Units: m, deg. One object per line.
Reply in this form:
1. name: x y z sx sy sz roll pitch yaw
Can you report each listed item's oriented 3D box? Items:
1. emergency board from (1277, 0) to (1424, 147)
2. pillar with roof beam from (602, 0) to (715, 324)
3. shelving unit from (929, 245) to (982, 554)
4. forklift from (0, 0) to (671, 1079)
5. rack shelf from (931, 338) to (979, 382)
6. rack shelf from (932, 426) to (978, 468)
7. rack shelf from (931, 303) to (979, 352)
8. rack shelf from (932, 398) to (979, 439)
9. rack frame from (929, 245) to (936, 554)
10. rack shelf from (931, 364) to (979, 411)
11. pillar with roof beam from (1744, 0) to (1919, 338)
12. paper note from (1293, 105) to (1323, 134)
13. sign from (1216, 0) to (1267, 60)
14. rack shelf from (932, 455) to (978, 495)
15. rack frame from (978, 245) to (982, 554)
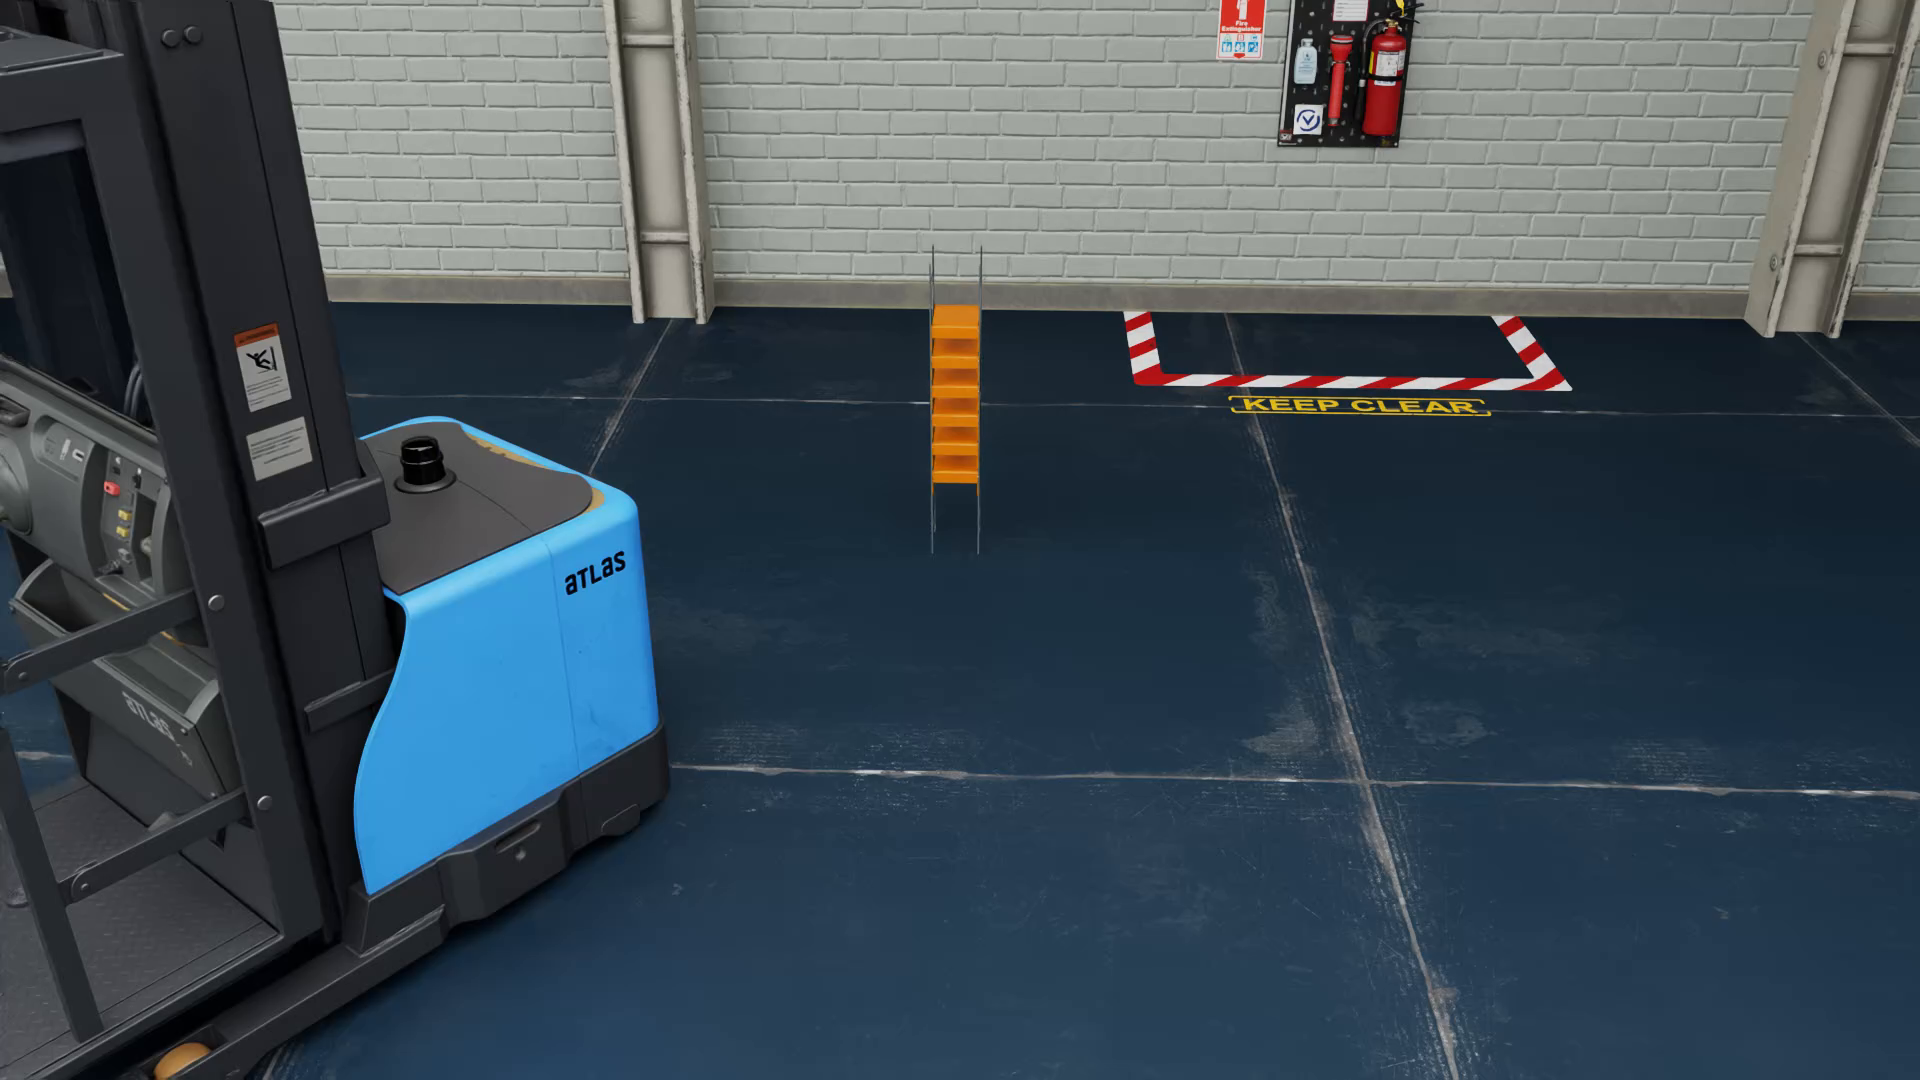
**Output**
1. emergency board: 1.972 -2.523 8.306 0.643 1.169 0.194 1 28 2
2. pillar with roof beam: -1.708 -3.199 3.176 0.400 9.000 9.100 1 28 2
3. shelving unit: -0.014 -0.530 6.469 0.189 1.200 0.258 1 28 2
4. forklift: -2.222 -0.081 3.774 1.130 2.935 3.031 21 34 34
5. rack shelf: -0.014 -0.703 6.378 0.180 0.103 0.258 1 28 2
6. rack shelf: -0.014 -0.385 6.546 0.180 0.103 0.258 1 28 2
7. rack shelf: -0.014 -0.809 6.322 0.180 0.103 0.258 1 28 2
8. rack shelf: -0.014 -0.491 6.490 0.180 0.103 0.258 1 28 2
9. rack frame: -0.106 -0.532 6.472 0.006 1.200 0.240 1 28 2
10. rack shelf: -0.014 -0.597 6.434 0.180 0.103 0.258 1 28 2
11. pillar with roof beam: 4.288 -3.099 2.989 0.400 9.000 9.100 1 28 2
12. paper note: 1.797 -2.169 8.579 0.142 0.148 0.016 1 28 2
13. sign: 1.423 -2.596 8.406 0.234 0.329 0.001 1 28 2
14. rack shelf: -0.014 -0.279 6.603 0.180 0.103 0.258 1 28 2
15. rack frame: 0.077 -0.529 6.467 0.006 1.200 0.240 1 28 2
